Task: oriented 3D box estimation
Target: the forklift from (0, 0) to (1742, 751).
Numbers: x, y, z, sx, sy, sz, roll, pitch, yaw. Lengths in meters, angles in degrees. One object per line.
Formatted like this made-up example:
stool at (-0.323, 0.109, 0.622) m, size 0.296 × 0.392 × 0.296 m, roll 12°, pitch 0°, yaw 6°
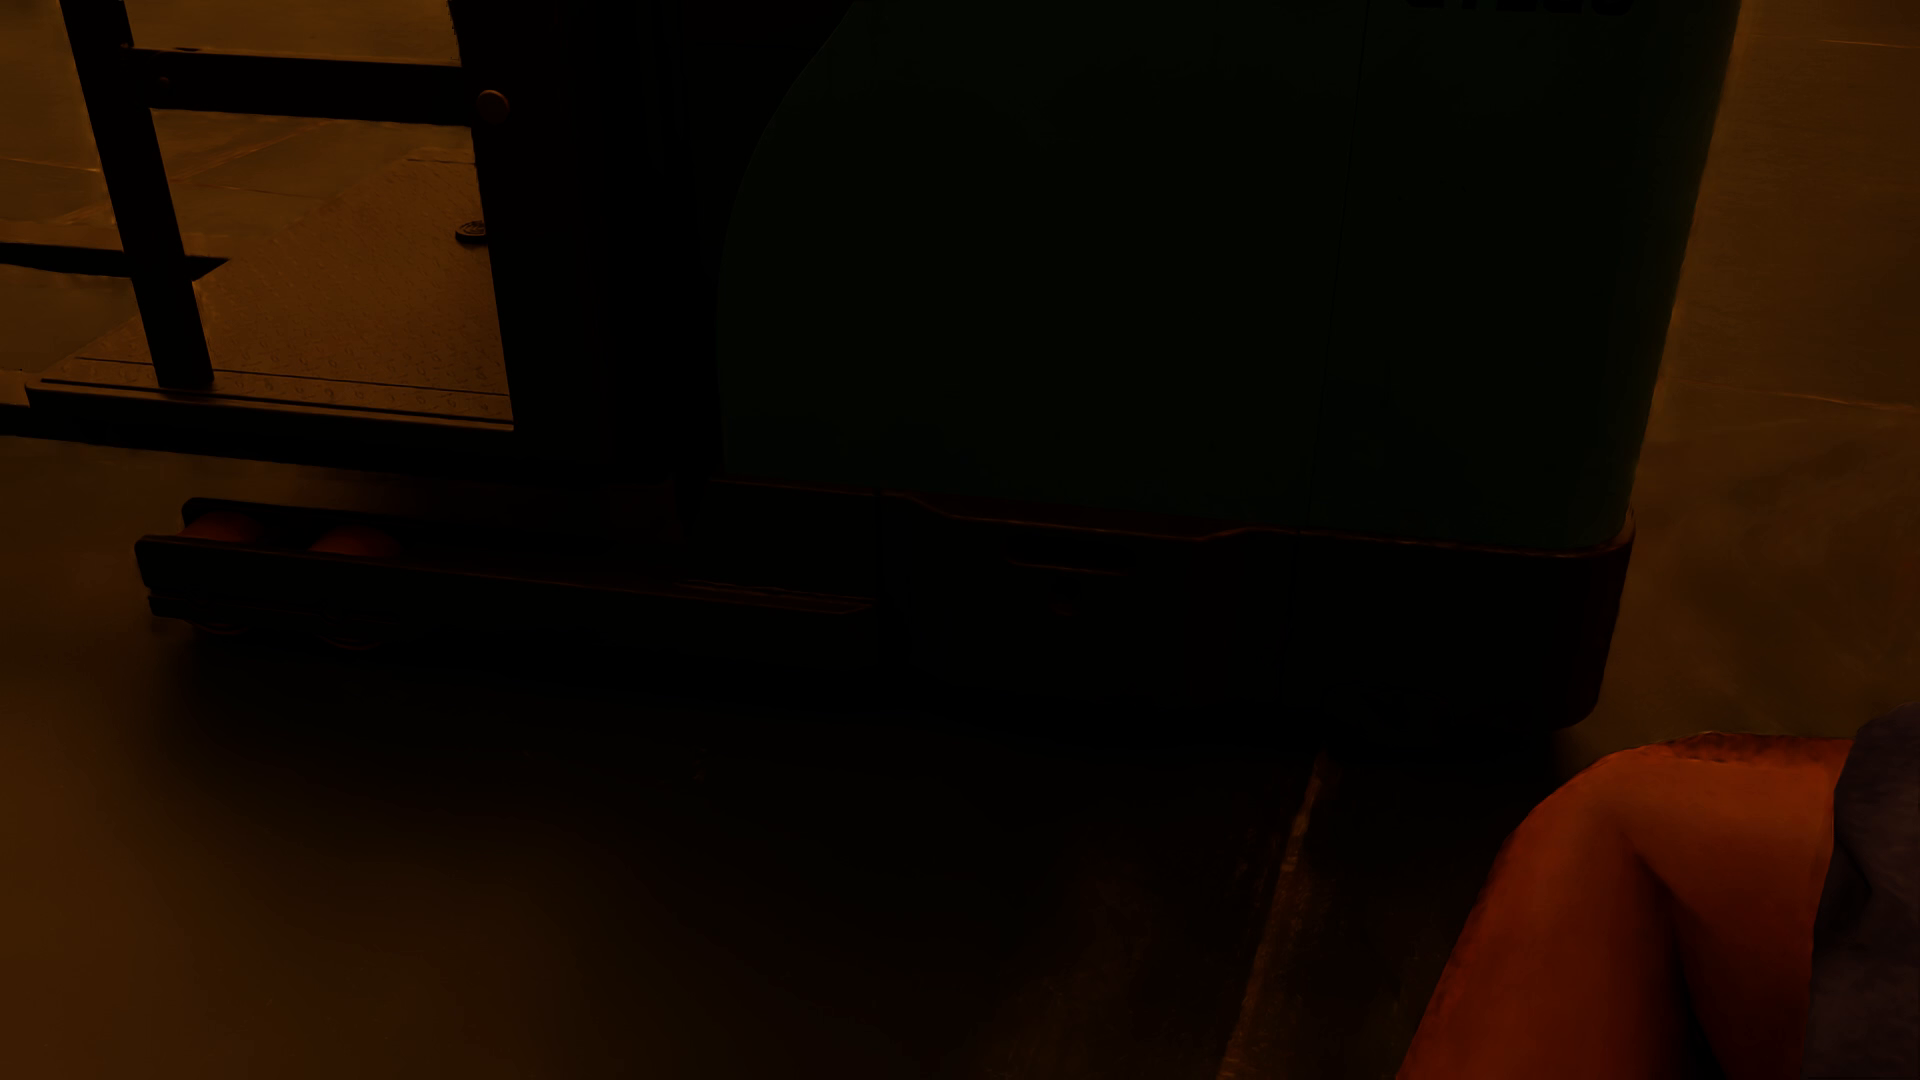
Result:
forklift at (-0.629, -1.375, 1.953) m, size 3.031 × 2.935 × 1.130 m, roll 6°, pitch 30°, yaw 10°
